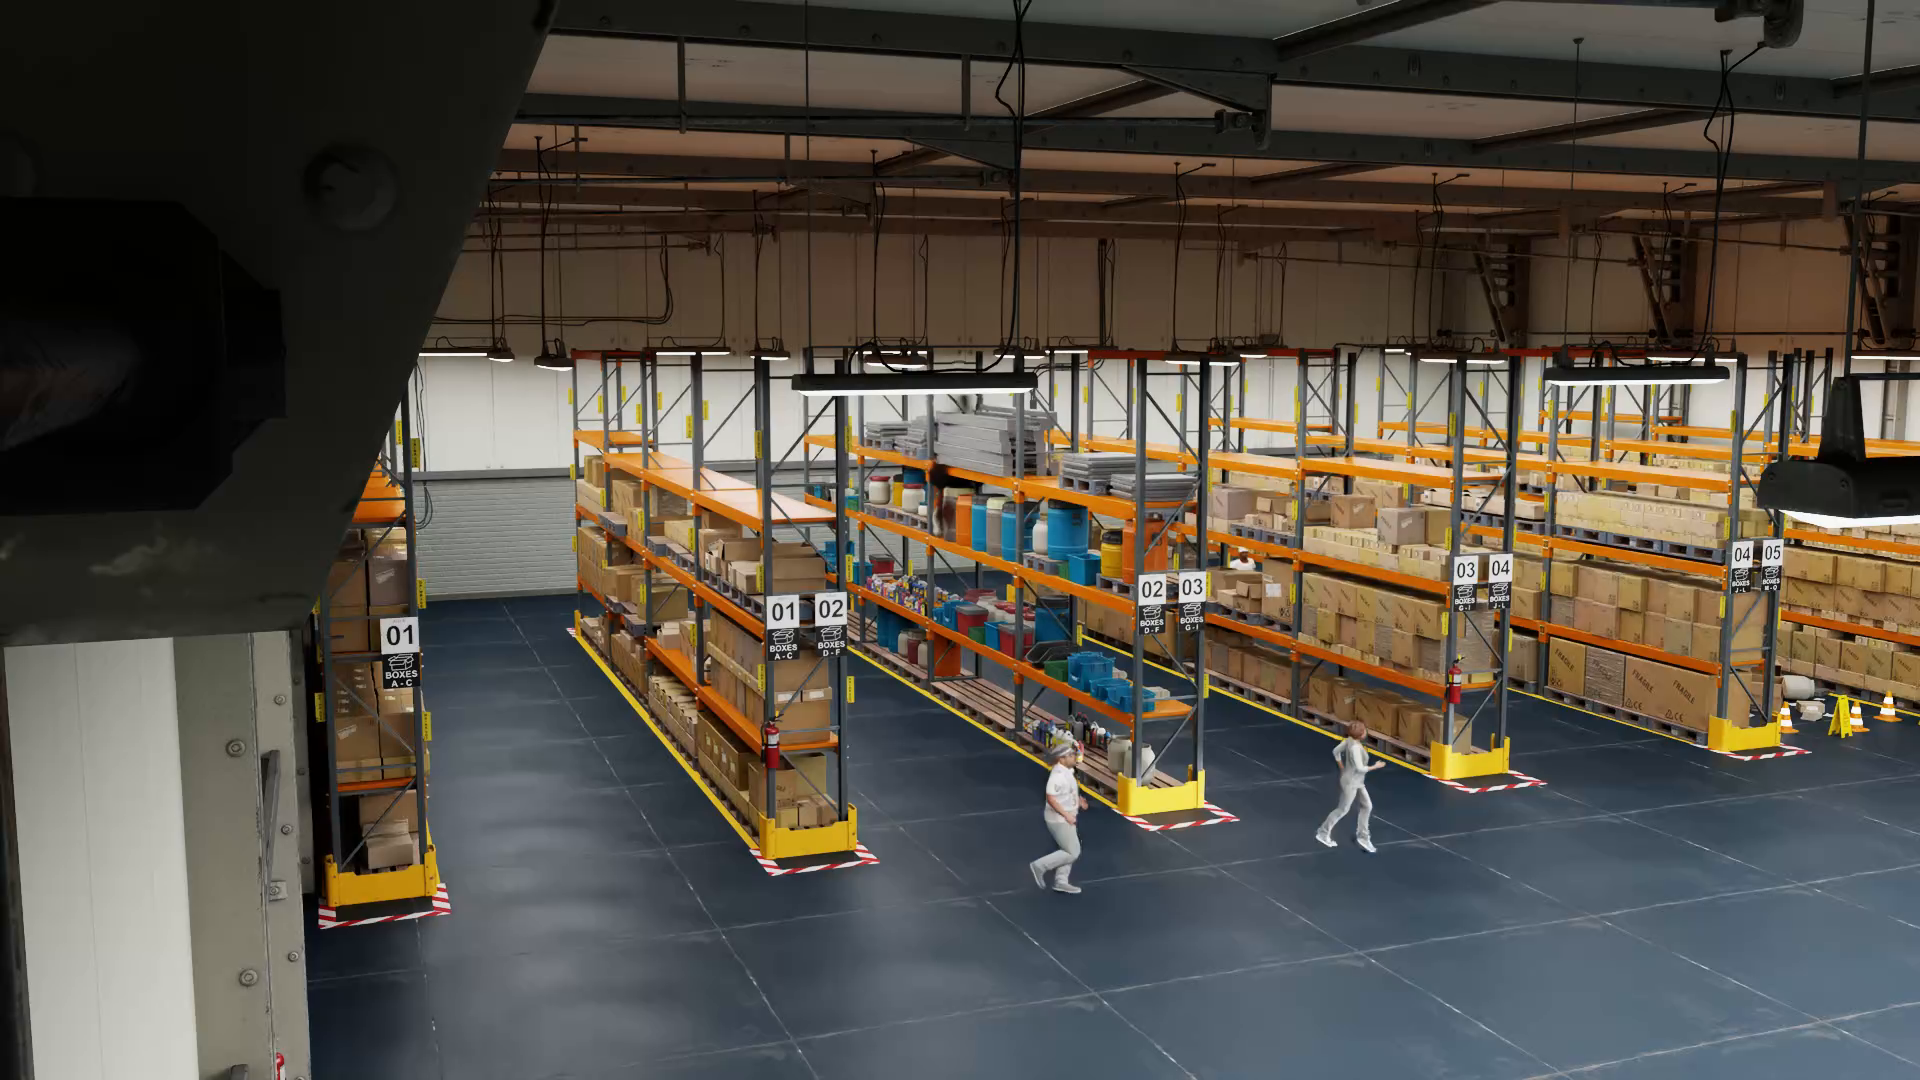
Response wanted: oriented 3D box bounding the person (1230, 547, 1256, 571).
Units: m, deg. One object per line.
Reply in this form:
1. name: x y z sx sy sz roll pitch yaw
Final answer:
1. person: 6.163 0.997 35.952 0.703 1.725 0.617 -2 7 -15

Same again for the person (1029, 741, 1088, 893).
1. person: 1.126 3.137 18.859 0.652 1.760 0.655 1 7 5

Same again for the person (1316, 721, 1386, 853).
1. person: 4.773 3.014 20.304 0.806 1.642 0.507 2 7 14
